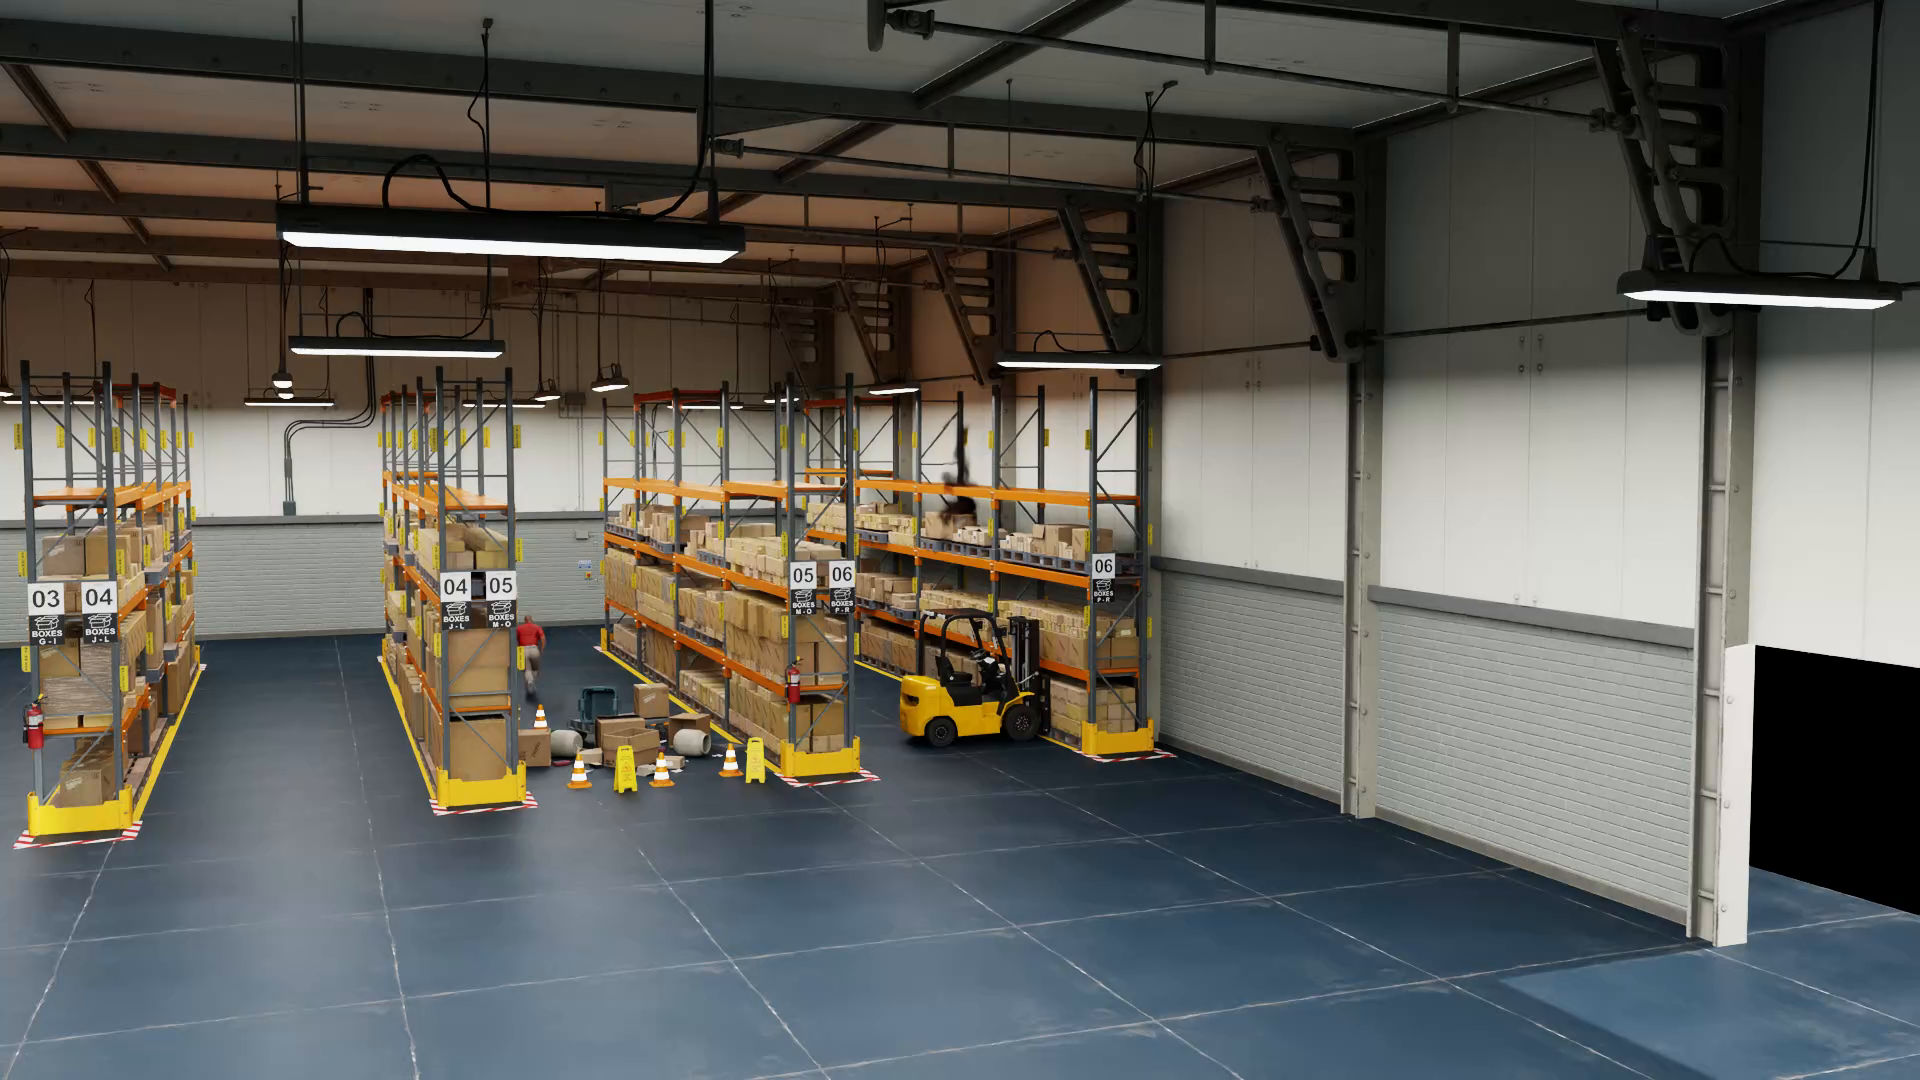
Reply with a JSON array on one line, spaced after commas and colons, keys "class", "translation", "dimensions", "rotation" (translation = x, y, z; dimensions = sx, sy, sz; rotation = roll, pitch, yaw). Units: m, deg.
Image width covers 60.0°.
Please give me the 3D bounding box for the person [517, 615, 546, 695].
[{"class": "person", "translation": [-8.435, 2.287, 32.493], "dimensions": [0.676, 1.584, 0.972], "rotation": [-1, 4, -15]}]
